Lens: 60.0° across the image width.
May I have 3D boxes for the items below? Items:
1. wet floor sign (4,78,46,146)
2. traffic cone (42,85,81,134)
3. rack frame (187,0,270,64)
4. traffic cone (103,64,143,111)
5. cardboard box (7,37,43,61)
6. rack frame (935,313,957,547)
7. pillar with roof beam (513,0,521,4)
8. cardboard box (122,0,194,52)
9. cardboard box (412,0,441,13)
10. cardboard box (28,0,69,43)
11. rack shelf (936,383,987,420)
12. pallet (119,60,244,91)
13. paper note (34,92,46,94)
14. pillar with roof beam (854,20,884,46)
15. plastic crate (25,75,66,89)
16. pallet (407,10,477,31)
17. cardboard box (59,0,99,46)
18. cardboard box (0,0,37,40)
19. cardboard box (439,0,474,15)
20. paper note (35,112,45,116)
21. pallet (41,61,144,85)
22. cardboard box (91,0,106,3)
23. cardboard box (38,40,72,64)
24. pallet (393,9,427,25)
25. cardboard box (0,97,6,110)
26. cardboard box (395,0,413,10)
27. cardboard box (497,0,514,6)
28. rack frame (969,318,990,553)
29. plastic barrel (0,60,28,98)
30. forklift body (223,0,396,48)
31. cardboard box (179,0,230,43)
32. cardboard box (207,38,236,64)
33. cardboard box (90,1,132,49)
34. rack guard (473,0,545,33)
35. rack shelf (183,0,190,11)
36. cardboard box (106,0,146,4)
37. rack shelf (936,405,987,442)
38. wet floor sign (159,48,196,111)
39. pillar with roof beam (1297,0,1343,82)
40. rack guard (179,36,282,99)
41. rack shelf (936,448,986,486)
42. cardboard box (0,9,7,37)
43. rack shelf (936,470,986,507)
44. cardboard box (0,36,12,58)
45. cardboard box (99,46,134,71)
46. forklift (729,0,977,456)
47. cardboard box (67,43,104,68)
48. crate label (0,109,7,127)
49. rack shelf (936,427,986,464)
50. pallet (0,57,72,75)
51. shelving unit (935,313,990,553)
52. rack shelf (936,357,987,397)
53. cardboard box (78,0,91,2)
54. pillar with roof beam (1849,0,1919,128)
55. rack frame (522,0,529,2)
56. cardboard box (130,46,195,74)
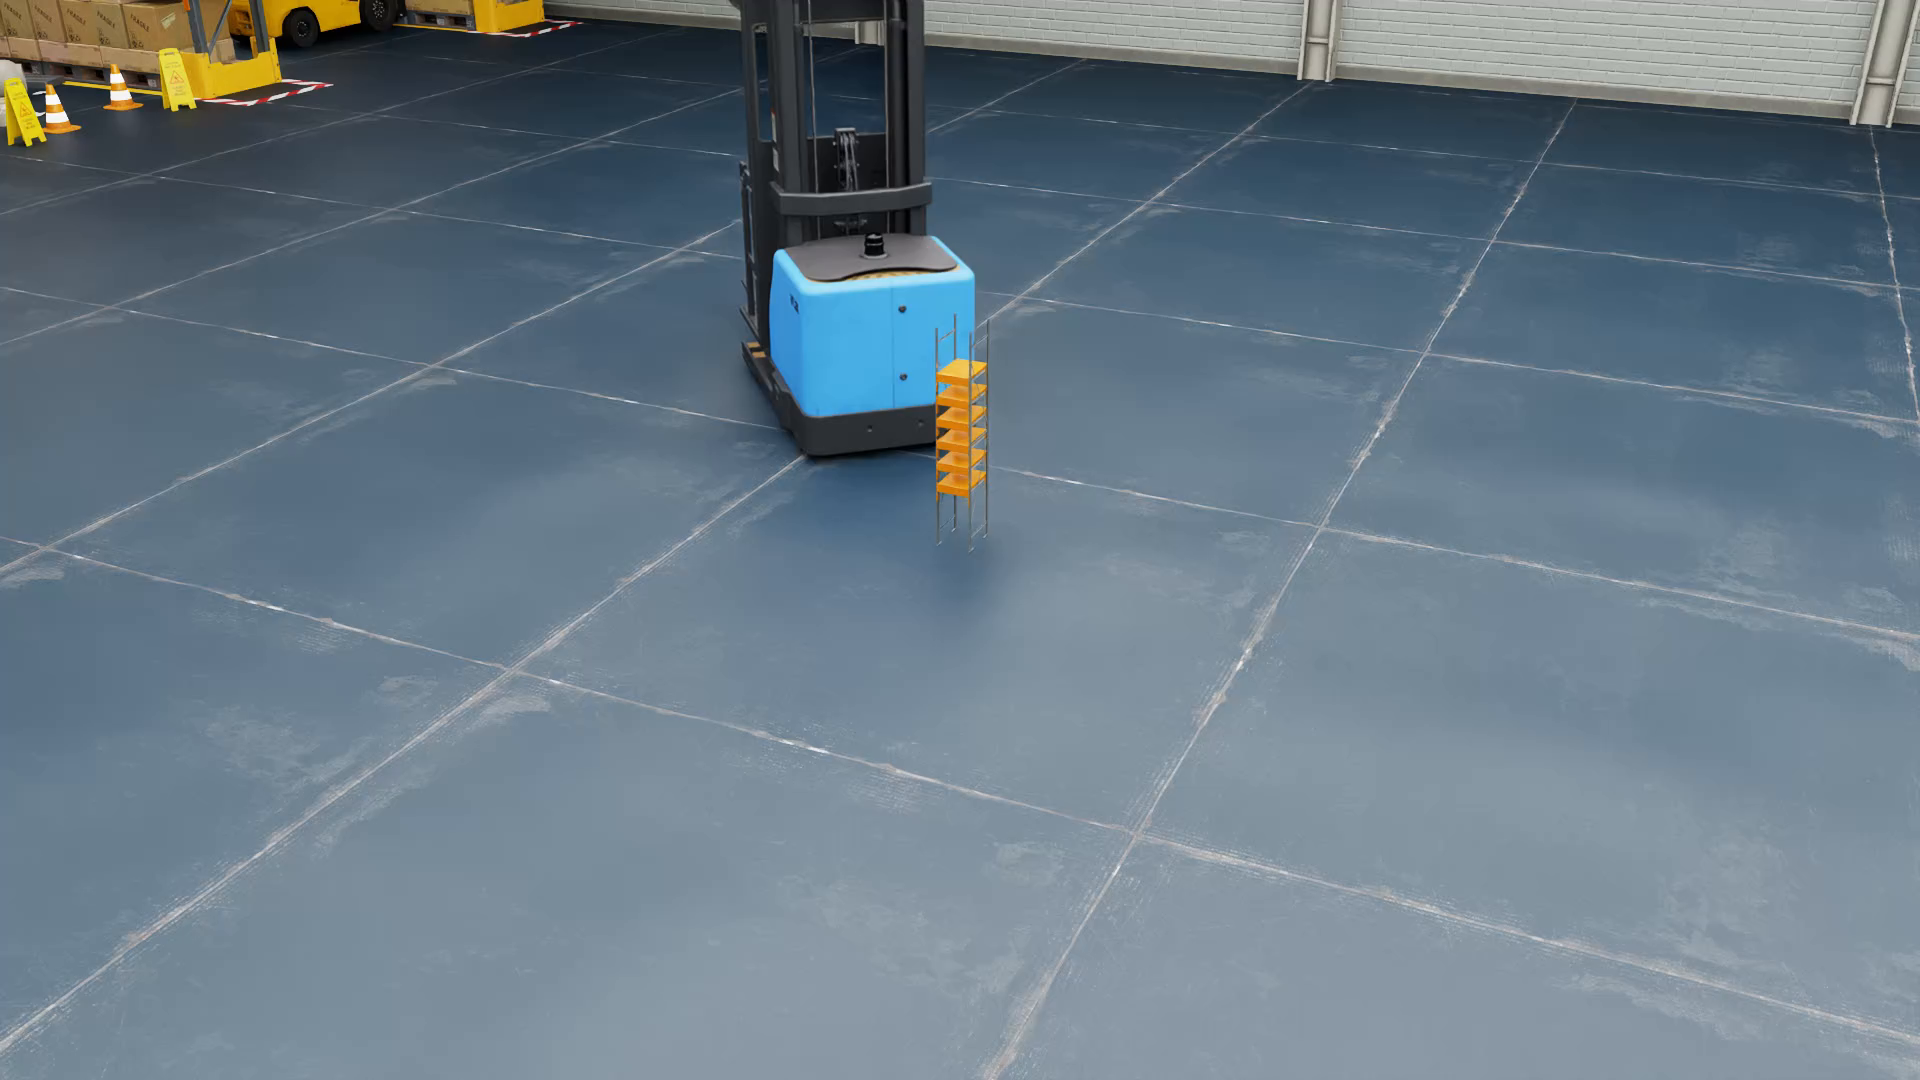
[{"bbox_3d":[-9.529,-4.347,16.850,0.232,0.644,0.267,6,27,13],"label":"wet floor sign"},{"bbox_3d":[-9.493,-4.535,17.437,0.334,0.463,0.336,11,28,22],"label":"traffic cone"},{"bbox_3d":[-8.417,-6.622,18.803,0.127,3.000,1.000,11,28,22],"label":"rack frame"},{"bbox_3d":[-9.343,-5.043,18.470,0.334,0.463,0.336,11,28,22],"label":"traffic cone"},{"bbox_3d":[-11.143,-5.998,20.175,0.500,0.250,0.500,13,29,25],"label":"cardboard box"},{"bbox_3d":[-0.070,-0.552,8.514,0.006,1.200,0.240,11,28,22],"label":"rack frame"},{"bbox_3d":[-8.409,-10.068,19.012,0.400,9.000,9.100,11,28,22],"label":"pillar with roof beam"},{"bbox_3d":[-9.255,-5.954,19.237,0.500,0.500,0.500,12,28,22],"label":"cardboard box"},{"bbox_3d":[-7.373,-7.627,23.482,0.500,0.250,0.500,11,28,22],"label":"cardboard box"},{"bbox_3d":[-10.670,-6.239,19.815,0.500,0.500,0.500,13,29,24],"label":"cardboard box"},{"bbox_3d":[0.013,-0.711,8.393,0.180,0.103,0.258,11,28,22],"label":"rack shelf"},{"bbox_3d":[-9.212,-5.547,19.778,1.213,0.211,1.003,11,28,22],"label":"pallet"},{"bbox_3d":[-10.626,-5.183,19.242,0.148,0.019,0.142,2,26,4],"label":"paper note"},{"bbox_3d":[-2.947,-8.971,16.784,0.400,9.000,9.100,11,28,22],"label":"pillar with roof beam"},{"bbox_3d":[-10.969,-5.426,19.681,0.583,0.080,0.402,2,26,4],"label":"plastic crate"},{"bbox_3d":[-7.080,-7.490,23.724,1.213,0.211,1.003,11,28,22],"label":"pallet"},{"bbox_3d":[-10.188,-6.144,19.621,0.500,0.500,0.500,11,28,21],"label":"cardboard box"},{"bbox_3d":[-11.141,-6.335,20.009,0.500,0.500,0.500,13,29,24],"label":"cardboard box"},{"bbox_3d":[-6.925,-7.532,23.290,0.500,0.250,0.500,12,28,22],"label":"cardboard box"},{"bbox_3d":[-10.102,-4.662,18.185,0.142,0.019,0.148,2,26,4],"label":"paper note"},{"bbox_3d":[-10.318,-5.771,20.232,1.213,0.211,1.003,11,28,22],"label":"pallet"},{"bbox_3d":[-9.844,-6.333,19.271,0.250,0.149,0.380,12,29,23],"label":"cardboard box"},{"bbox_3d":[-10.659,-5.902,19.980,0.500,0.250,0.500,11,28,21],"label":"cardboard box"},{"bbox_3d":[-8.186,-7.714,24.178,1.213,0.211,1.003,11,28,22],"label":"pallet"},{"bbox_3d":[-10.446,-4.770,18.270,0.380,0.149,0.250,-18,31,-31],"label":"cardboard box"},{"bbox_3d":[-7.825,-7.722,23.675,0.500,0.250,0.500,12,29,22],"label":"cardboard box"},{"bbox_3d":[-6.732,-7.741,23.715,0.500,0.250,0.500,11,28,22],"label":"cardboard box"},{"bbox_3d":[0.096,-0.519,8.446,0.006,1.200,0.240,11,28,22],"label":"rack frame"},{"bbox_3d":[-10.924,-5.235,18.903,0.512,0.421,0.421,-12,29,-23],"label":"plastic barrel"},{"bbox_3d":[-8.848,-7.851,22.260,1.214,2.155,2.313,11,28,22],"label":"forklift body"},{"bbox_3d":[-9.059,-6.176,19.686,0.500,0.500,0.500,10,28,20],"label":"cardboard box"},{"bbox_3d":[-9.037,-5.835,19.843,0.500,0.250,0.500,11,28,21],"label":"cardboard box"},{"bbox_3d":[-9.731,-6.049,19.428,0.500,0.500,0.500,12,29,24],"label":"cardboard box"},{"bbox_3d":[-6.344,-7.492,23.402,0.348,0.500,1.175,11,28,22],"label":"rack guard"},{"bbox_3d":[-10.238,-6.665,19.705,4.000,0.370,1.077,11,28,22],"label":"rack shelf"},{"bbox_3d":[-9.617,-6.286,19.175,0.250,0.149,0.380,12,29,23],"label":"cardboard box"},{"bbox_3d":[0.013,-0.603,8.446,0.180,0.103,0.258,11,28,22],"label":"rack shelf"},{"bbox_3d":[-8.687,-5.100,18.379,0.232,0.644,0.267,23,35,39],"label":"wet floor sign"},{"bbox_3d":[2.515,-7.874,14.556,0.400,9.000,9.100,11,28,22],"label":"pillar with roof beam"},{"bbox_3d":[-8.487,-5.514,19.384,0.348,0.500,1.175,11,28,22],"label":"rack guard"},{"bbox_3d":[0.013,-0.388,8.552,0.180,0.103,0.258,11,28,22],"label":"rack shelf"},{"bbox_3d":[-11.633,-6.428,20.198,0.500,0.500,0.500,13,29,24],"label":"cardboard box"},{"bbox_3d":[0.013,-0.280,8.605,0.180,0.103,0.258,11,28,22],"label":"rack shelf"},{"bbox_3d":[-11.633,-6.091,20.364,0.500,0.250,0.500,10,28,19],"label":"cardboard box"},{"bbox_3d":[-9.733,-5.714,19.597,0.500,0.250,0.500,11,28,22],"label":"cardboard box"},{"bbox_3d":[-0.820,-2.431,10.369,1.130,2.935,3.031,-8,27,-15],"label":"forklift"},{"bbox_3d":[-10.212,-5.807,19.787,0.500,0.250,0.500,10,28,20],"label":"cardboard box"},{"bbox_3d":[-10.234,-4.508,17.750,0.298,0.136,0.250,-2,26,-5],"label":"crate label"},{"bbox_3d":[0.013,-0.496,8.499,0.180,0.103,0.258,11,28,22],"label":"rack shelf"},{"bbox_3d":[-11.433,-5.993,20.684,1.213,0.211,1.003,11,28,22],"label":"pallet"},{"bbox_3d":[0.013,-0.536,8.480,0.189,1.200,0.258,11,28,22],"label":"shelving unit"},{"bbox_3d":[0.013,-0.819,8.340,0.180,0.103,0.258,11,28,22],"label":"rack shelf"},{"bbox_3d":[-10.083,-6.382,19.370,0.250,0.149,0.380,13,29,24],"label":"cardboard box"},{"bbox_3d":[7.977,-6.777,12.328,0.400,9.000,9.100,11,28,22],"label":"pillar with roof beam"},{"bbox_3d":[-6.366,-8.618,22.859,0.127,3.000,1.000,11,28,22],"label":"rack frame"},{"bbox_3d":[-9.287,-5.620,19.407,0.500,0.250,0.500,11,28,22],"label":"cardboard box"}]
